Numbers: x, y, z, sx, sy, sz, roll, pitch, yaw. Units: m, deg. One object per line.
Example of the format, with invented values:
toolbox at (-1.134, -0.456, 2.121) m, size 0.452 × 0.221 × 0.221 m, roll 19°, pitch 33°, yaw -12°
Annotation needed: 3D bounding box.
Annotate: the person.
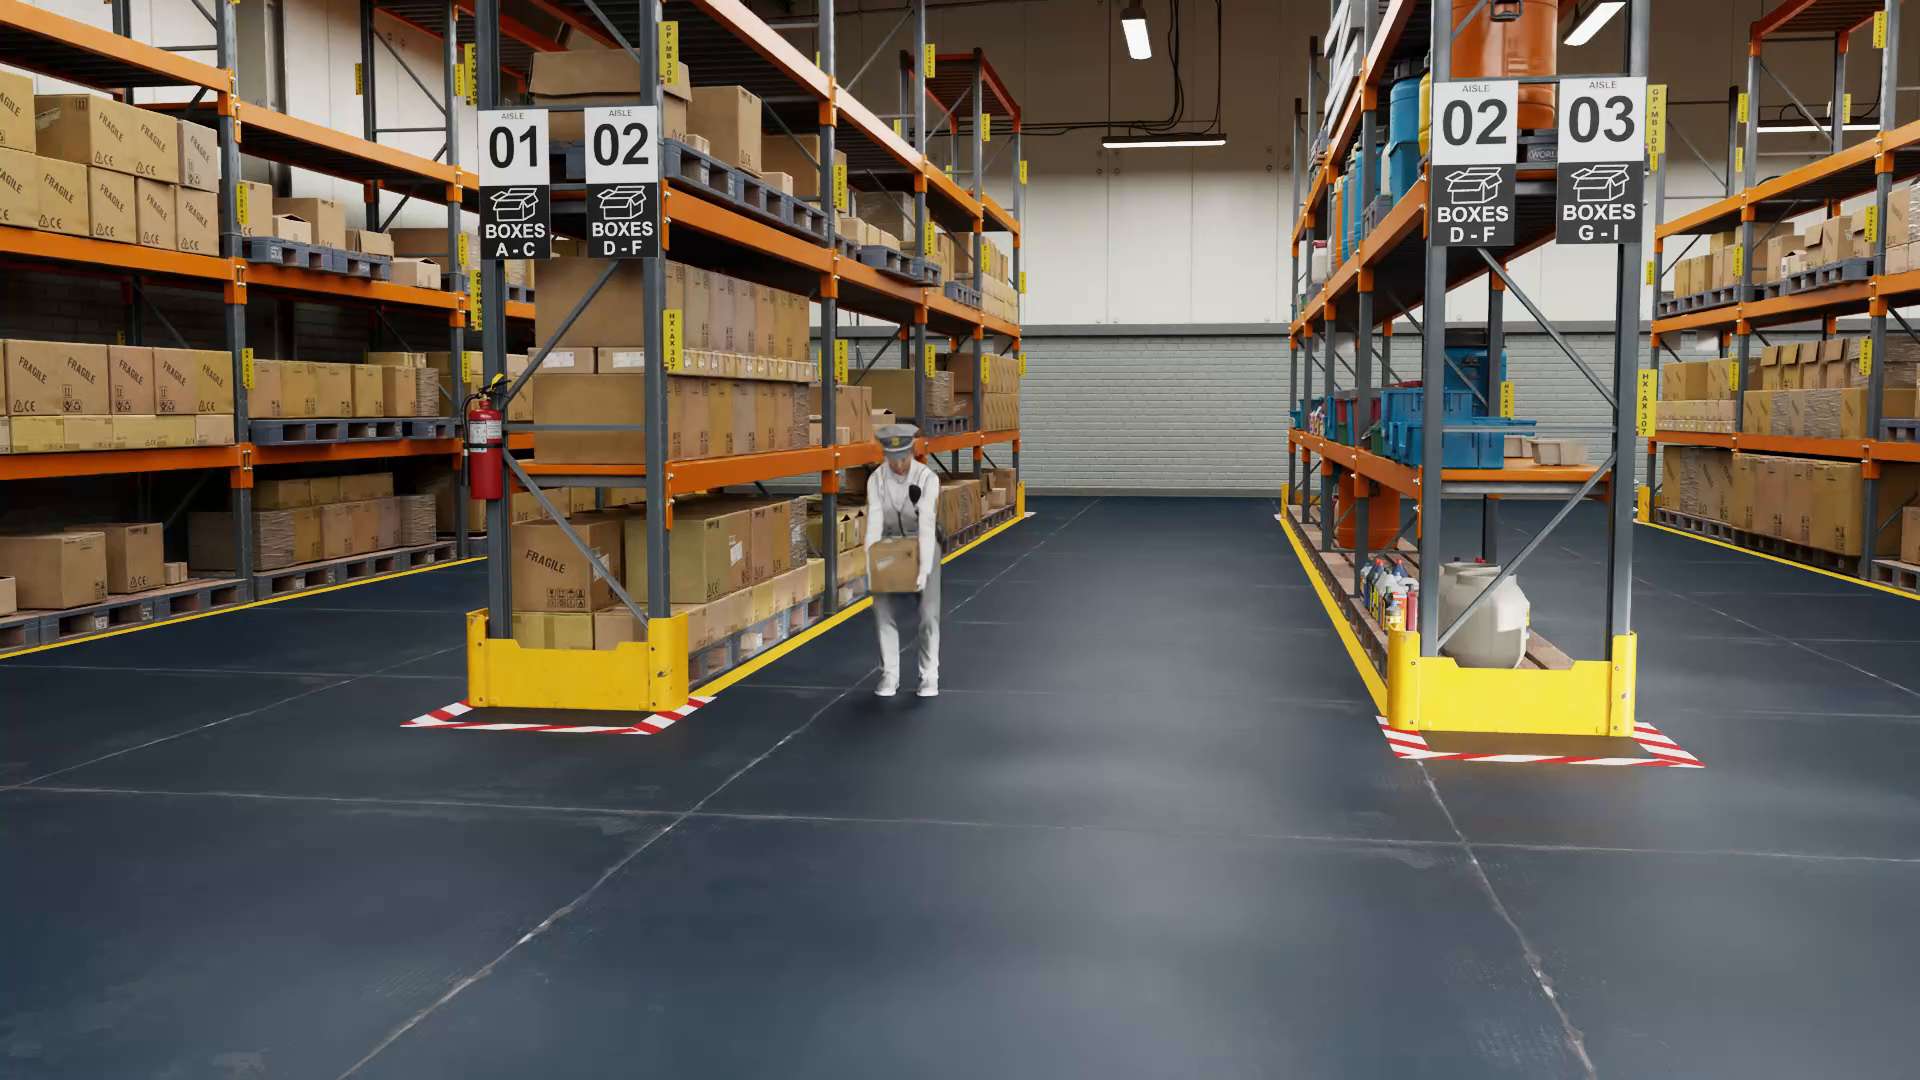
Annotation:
person at (-0.310, 0.122, 9.257) m, size 0.408 × 1.531 × 0.692 m, roll 1°, pitch 5°, yaw 7°
